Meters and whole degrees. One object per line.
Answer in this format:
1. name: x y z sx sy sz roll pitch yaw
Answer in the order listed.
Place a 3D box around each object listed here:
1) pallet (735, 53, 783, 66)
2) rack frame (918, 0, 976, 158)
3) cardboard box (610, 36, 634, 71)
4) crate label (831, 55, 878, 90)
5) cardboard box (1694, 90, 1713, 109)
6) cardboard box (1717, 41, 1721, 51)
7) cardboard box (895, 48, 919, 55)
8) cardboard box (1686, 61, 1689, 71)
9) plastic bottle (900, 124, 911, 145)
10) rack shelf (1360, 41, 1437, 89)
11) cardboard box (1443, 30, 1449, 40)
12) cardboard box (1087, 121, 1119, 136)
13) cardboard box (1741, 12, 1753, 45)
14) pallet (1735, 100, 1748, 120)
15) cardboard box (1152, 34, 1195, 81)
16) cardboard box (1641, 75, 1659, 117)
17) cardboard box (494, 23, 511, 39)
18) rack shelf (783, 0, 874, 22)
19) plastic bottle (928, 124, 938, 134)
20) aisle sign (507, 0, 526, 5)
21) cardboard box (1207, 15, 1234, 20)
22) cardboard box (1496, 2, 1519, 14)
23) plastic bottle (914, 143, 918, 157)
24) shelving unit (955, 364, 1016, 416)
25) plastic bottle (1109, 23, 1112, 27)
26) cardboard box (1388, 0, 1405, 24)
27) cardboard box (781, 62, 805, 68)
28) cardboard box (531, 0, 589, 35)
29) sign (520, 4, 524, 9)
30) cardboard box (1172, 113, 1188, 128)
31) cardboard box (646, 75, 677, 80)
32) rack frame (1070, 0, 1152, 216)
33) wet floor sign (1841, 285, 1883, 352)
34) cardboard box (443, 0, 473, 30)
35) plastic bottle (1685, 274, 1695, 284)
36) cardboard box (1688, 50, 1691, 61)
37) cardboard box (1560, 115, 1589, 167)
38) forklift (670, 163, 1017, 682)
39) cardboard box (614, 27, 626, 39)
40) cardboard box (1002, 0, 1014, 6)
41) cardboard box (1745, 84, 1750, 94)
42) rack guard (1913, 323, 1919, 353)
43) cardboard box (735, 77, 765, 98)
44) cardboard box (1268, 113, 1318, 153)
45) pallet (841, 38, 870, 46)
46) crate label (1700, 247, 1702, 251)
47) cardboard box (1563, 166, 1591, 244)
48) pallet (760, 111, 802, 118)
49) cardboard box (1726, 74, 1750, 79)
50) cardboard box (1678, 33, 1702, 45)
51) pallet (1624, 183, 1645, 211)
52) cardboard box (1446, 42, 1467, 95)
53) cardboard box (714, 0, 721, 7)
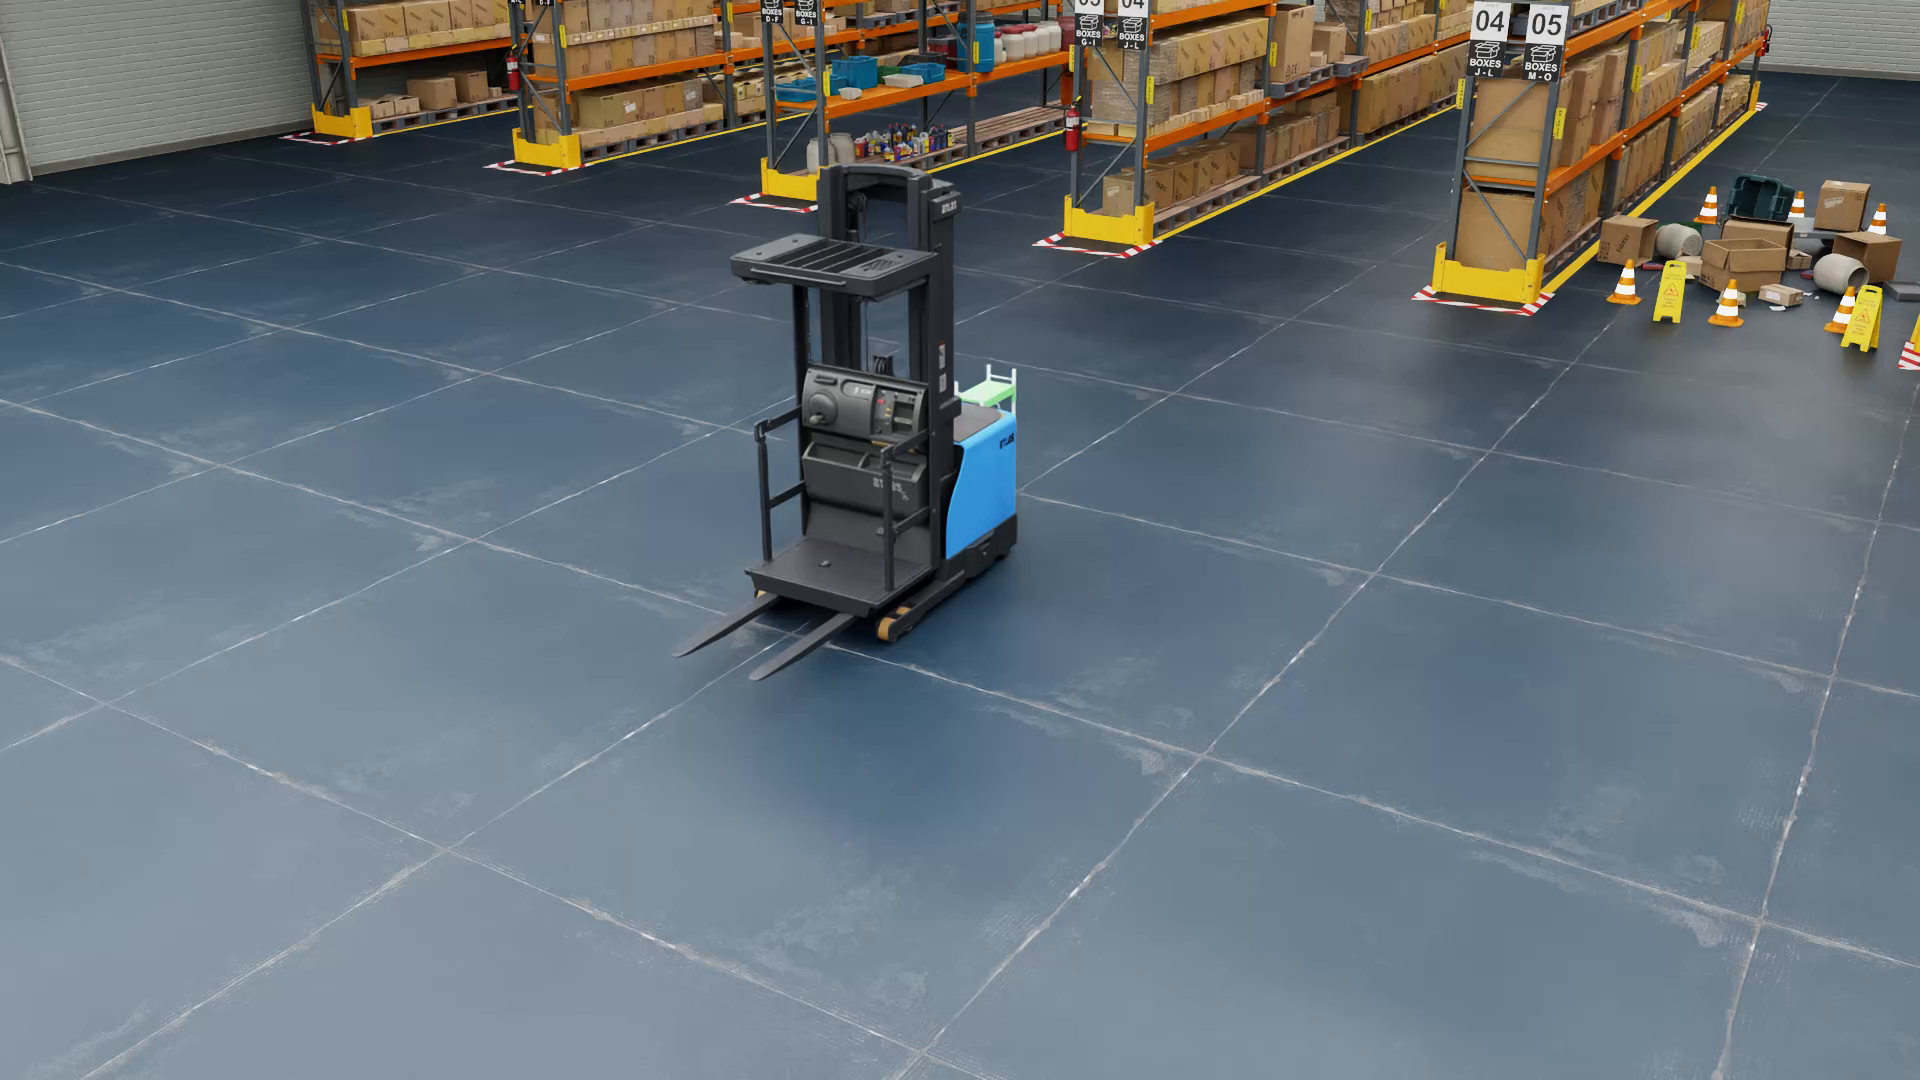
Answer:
1. pallet: -4.750 -10.897 37.493 1.003 0.211 1.213 14 27 29
2. rack frame: -0.210 -7.677 26.544 1.000 3.000 0.127 14 27 29
3. cardboard box: -5.729 -7.912 26.960 0.700 0.500 0.500 14 27 29
4. crate label: -1.579 -7.021 24.984 0.502 0.435 0.616 14 27 29
5. cardboard box: 11.918 -7.180 27.070 0.500 0.250 0.500 15 28 31
6. cardboard box: 12.337 -8.168 27.465 0.380 0.149 0.250 13 27 28
7. cardboard box: -1.012 -9.738 33.898 0.500 0.500 0.500 13 27 27
8. cardboard box: 10.818 -7.192 25.212 0.380 0.149 0.250 15 28 31
9. plastic bottle: -0.866 -6.448 26.484 0.144 0.351 0.185 14 27 29
10. rack shelf: 7.163 -8.334 28.967 1.077 0.370 4.000 14 27 29
11. cardboard box: 8.795 -9.343 30.708 0.380 0.149 0.250 13 27 27
12. cardboard box: 1.863 -5.313 21.400 0.380 0.149 0.250 14 27 29
13. cardboard box: 13.405 -8.893 28.853 0.500 0.500 0.500 13 27 28
14. pallet: 13.990 -8.044 30.901 1.003 0.211 1.213 14 27 29
15. cardboard box: 2.679 -6.226 21.433 0.500 0.500 0.500 14 27 29
16. cardboard box: 9.196 -6.071 22.709 0.500 0.500 0.500 14 27 29
17. cardboard box: -8.619 -9.470 30.849 0.500 0.250 0.500 14 27 29
18. rack shelf: -1.265 -8.048 24.532 1.077 0.370 4.000 14 27 29
19. plastic bottle: -0.427 -6.416 26.411 0.144 0.351 0.185 14 27 29
20. aisle sign: -6.810 -8.599 25.400 0.394 0.787 0.004 14 27 29
21. cardboard box: 3.545 -7.182 23.641 0.500 0.500 0.500 14 27 29
22. cardboard box: 5.936 -5.899 18.322 0.380 0.149 0.250 14 27 29
23. plastic bottle: -0.705 -6.044 25.739 0.097 0.201 0.097 0 23 0
24. shelving unit: 0.191 -0.676 12.637 0.258 1.200 0.503 13 27 28
25. plastic bottle: 2.831 -9.853 31.726 0.152 0.276 0.135 14 27 29
26. cardboard box: 7.202 -9.186 28.641 0.797 0.503 0.637 15 27 31
27. cardboard box: -3.102 -8.960 31.735 0.500 0.311 0.500 13 27 28
28. cardboard box: -6.241 -8.180 25.947 0.700 0.500 0.500 14 27 29
29. sign: -8.162 -10.039 30.911 0.100 0.325 0.005 14 27 29
30. cardboard box: 2.786 -5.553 21.954 0.380 0.149 0.250 14 27 29
31. cardboard box: -5.184 -7.730 28.655 0.500 0.500 0.500 14 27 29
32. rack frame: 1.888 -5.289 21.028 1.000 3.000 0.127 14 27 29
33. wet floor sign: 9.298 -2.292 17.068 0.232 0.644 0.267 -17 29 -35
34. cardboard box: -9.146 -9.476 29.919 0.500 0.500 0.500 13 27 27
35. plastic bottle: 8.597 -3.096 19.660 0.133 0.061 0.283 5 24 11
36. cardboard box: 10.835 -7.343 25.184 0.380 0.149 0.250 15 28 31
37. cardboard box: 6.879 -4.772 19.644 0.875 0.550 0.550 14 27 29
38. forklift: -0.756 -0.874 10.915 1.130 2.935 3.031 13 27 28
39. cardboard box: -5.593 -8.146 26.685 0.380 0.149 0.250 13 27 27
40. cardboard box: 0.837 -11.919 36.217 0.500 0.500 0.500 14 27 29
41. cardboard box: 14.452 -8.399 30.896 0.380 0.149 0.250 13 27 28
42. rack guard: 10.347 -2.091 16.786 1.175 0.500 0.348 14 27 29
43. cardboard box: -3.718 -8.160 29.885 0.500 0.311 0.500 14 27 28
44. cardboard box: 5.197 -6.431 26.258 0.700 0.500 0.500 16 28 33
45. pallet: -2.652 -12.237 40.588 1.003 0.211 1.213 14 27 29
46. crate label: 9.167 -3.690 20.938 0.298 0.136 0.250 -3 24 -7
47. cardboard box: 7.295 -4.281 20.844 0.875 0.875 0.875 14 27 29
48. pallet: -3.418 -8.107 31.047 1.003 0.211 1.213 14 27 29
49. cardboard box: 14.424 -8.541 30.851 0.380 0.149 0.250 14 27 30
50. cardboard box: 11.231 -7.736 25.718 0.380 0.149 0.250 15 28 31
51. pallet: 9.144 -4.976 23.813 1.003 0.211 1.213 14 27 29
52. cardboard box: 9.109 -9.067 31.899 0.875 0.875 0.875 14 27 29
53. cardboard box: -5.346 -11.580 35.850 0.380 0.149 0.250 14 27 29
